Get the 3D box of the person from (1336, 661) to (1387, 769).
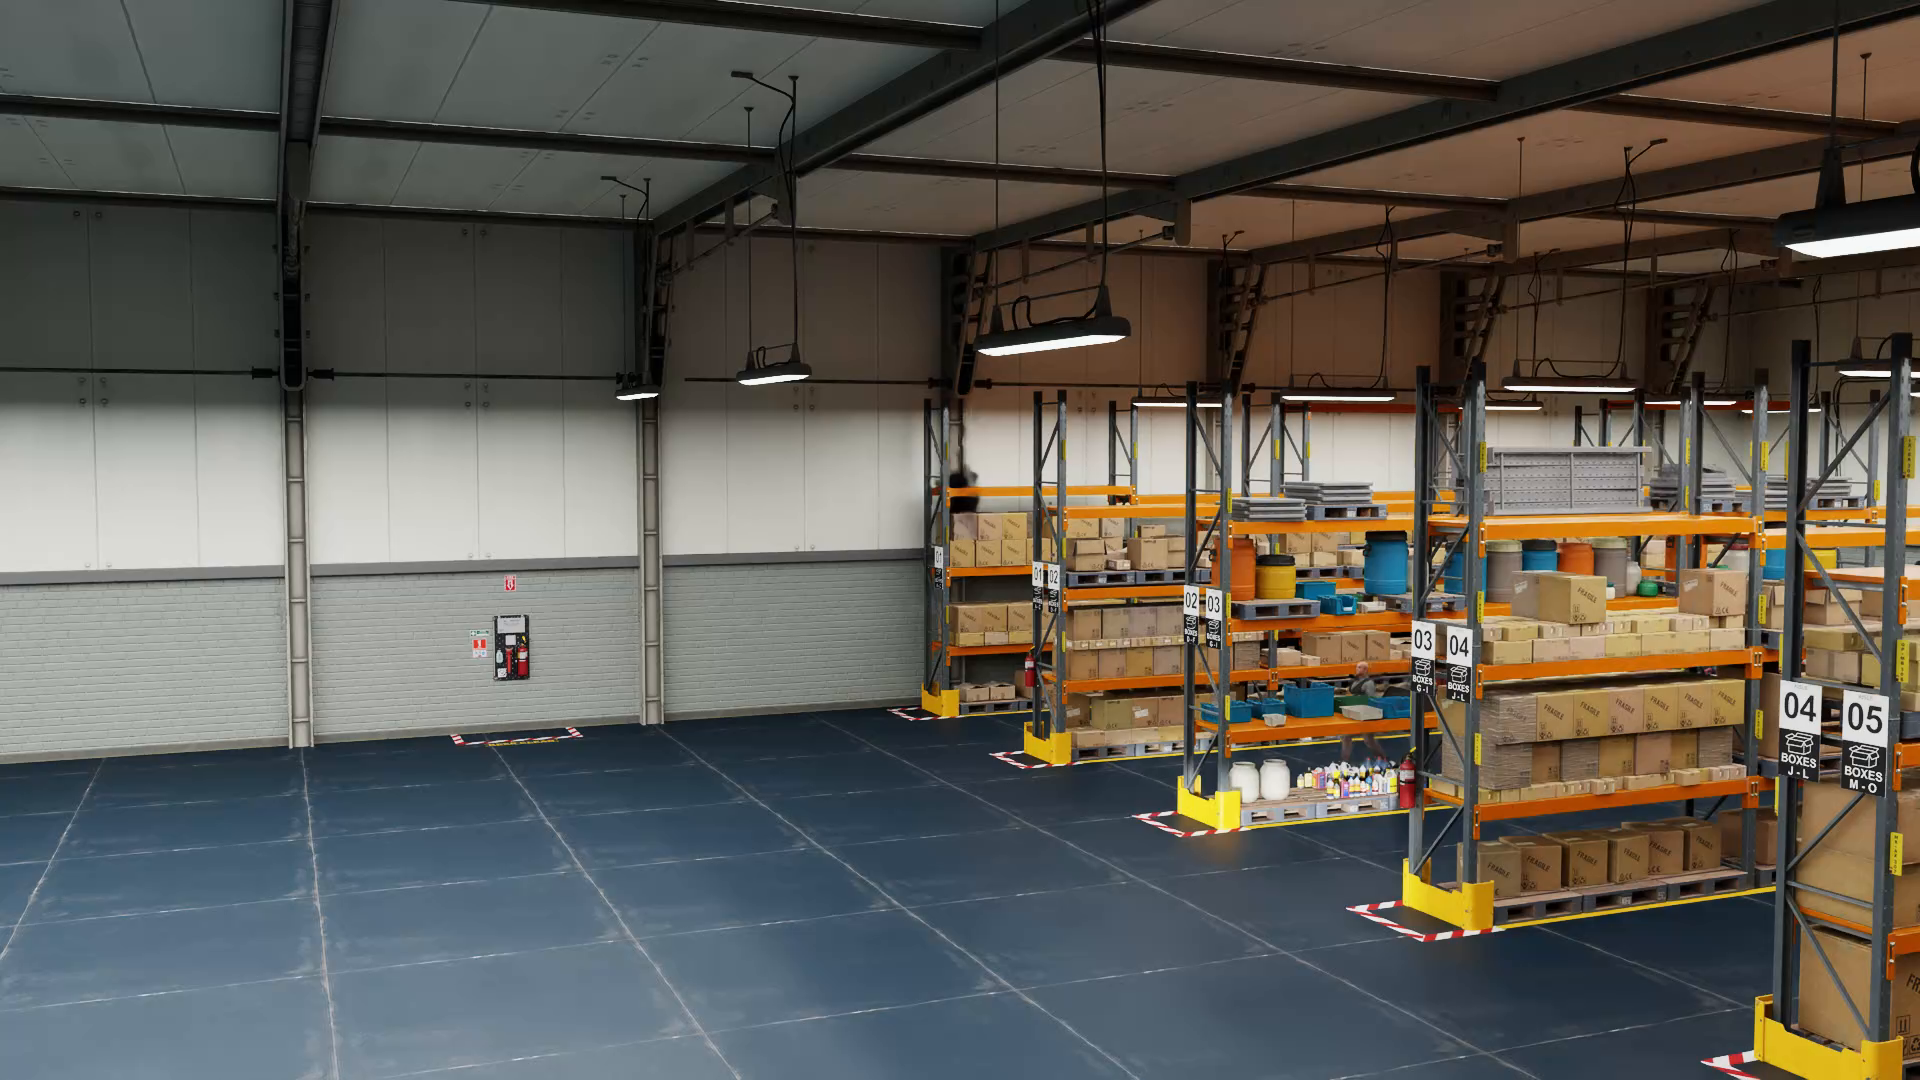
[{"bbox_3d":[6.237,2.736,25.884,0.904,1.700,0.645,-2,4,-24],"label":"person"}]
